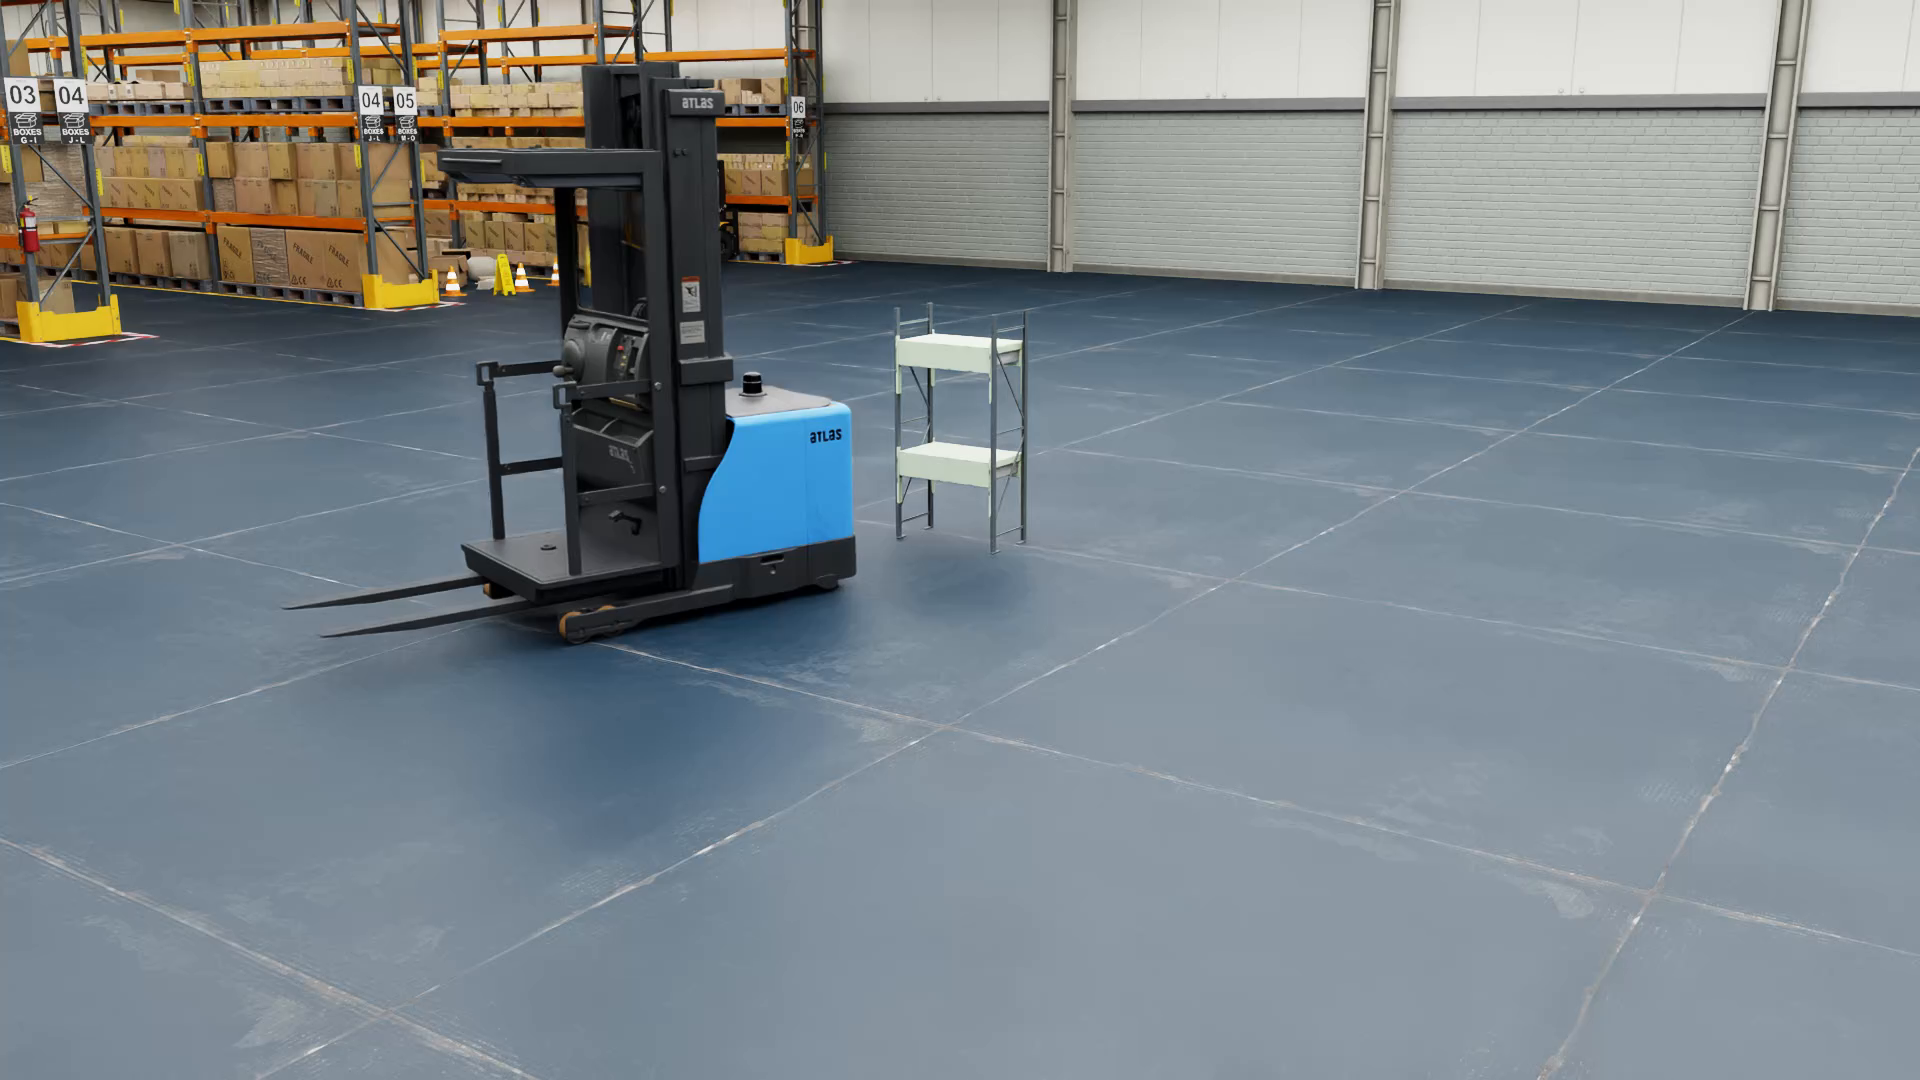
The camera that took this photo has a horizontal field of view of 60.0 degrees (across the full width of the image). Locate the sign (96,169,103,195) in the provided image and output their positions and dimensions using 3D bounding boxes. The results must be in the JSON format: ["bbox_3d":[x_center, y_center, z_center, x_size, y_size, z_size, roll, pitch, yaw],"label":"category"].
[{"bbox_3d":[-11.022,-4.575,21.261,0.005,0.325,0.100,9,17,33],"label":"sign"}]

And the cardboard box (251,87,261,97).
[{"bbox_3d":[-10.621,-6.858,25.484,0.250,0.149,0.380,9,17,33],"label":"cardboard box"}]

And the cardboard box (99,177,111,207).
[{"bbox_3d":[-14.465,-5.962,28.457,0.500,0.500,0.500,9,17,32],"label":"cardboard box"}]

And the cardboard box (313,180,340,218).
[{"bbox_3d":[-9.274,-5.205,25.296,0.550,0.550,0.875,9,17,33],"label":"cardboard box"}]

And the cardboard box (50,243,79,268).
[{"bbox_3d":[-15.802,-5.122,29.599,0.500,0.500,0.500,9,17,33],"label":"cardboard box"}]

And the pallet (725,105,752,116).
[{"bbox_3d":[-4.615,-8.689,33.625,1.213,0.211,1.003,9,17,33],"label":"pallet"}]

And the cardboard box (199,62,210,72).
[{"bbox_3d":[-11.679,-7.416,26.076,0.250,0.149,0.380,9,17,33],"label":"cardboard box"}]

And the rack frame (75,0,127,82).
[{"bbox_3d":[-19.070,-11.081,36.858,0.127,3.000,1.000,9,17,33],"label":"rack frame"}]

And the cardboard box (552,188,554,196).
[{"bbox_3d":[-6.810,-6.302,29.210,0.500,0.500,0.500,9,17,33],"label":"cardboard box"}]

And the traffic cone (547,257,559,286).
[{"bbox_3d":[-6.870,-4.592,28.409,0.334,0.463,0.336,9,17,33],"label":"traffic cone"}]

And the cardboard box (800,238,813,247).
[{"bbox_3d":[-3.325,-5.987,33.614,0.500,0.250,0.500,9,17,33],"label":"cardboard box"}]

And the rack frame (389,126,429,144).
[{"bbox_3d":[-12.984,-8.622,39.412,0.127,3.000,1.000,9,17,33],"label":"rack frame"}]

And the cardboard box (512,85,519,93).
[{"bbox_3d":[-7.697,-7.981,29.442,0.250,0.149,0.380,10,17,34],"label":"cardboard box"}]

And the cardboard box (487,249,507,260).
[{"bbox_3d":[-8.324,-5.226,30.540,0.500,0.250,0.500,10,17,36],"label":"cardboard box"}]

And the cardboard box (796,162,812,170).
[{"bbox_3d":[-3.163,-7.474,33.213,0.250,0.149,0.380,9,16,31],"label":"cardboard box"}]

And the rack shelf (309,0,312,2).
[{"bbox_3d":[-14.643,-13.067,39.461,4.000,0.370,1.077,9,17,33],"label":"rack shelf"}]

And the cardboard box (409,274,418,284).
[{"bbox_3d":[-9.337,-4.368,27.917,0.258,0.266,0.396,13,19,42],"label":"cardboard box"}]

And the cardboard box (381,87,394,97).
[{"bbox_3d":[-8.578,-6.719,24.920,0.250,0.149,0.380,9,17,33],"label":"cardboard box"}]

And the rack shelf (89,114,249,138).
[{"bbox_3d":[-13.451,-6.934,27.845,4.000,0.370,1.077,9,17,33],"label":"rack shelf"}]

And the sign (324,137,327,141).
[{"bbox_3d":[-15.976,-9.982,41.838,0.005,0.325,0.100,9,17,33],"label":"sign"}]

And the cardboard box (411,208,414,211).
[{"bbox_3d":[-12.834,-7.826,39.175,0.250,0.149,0.380,10,17,35],"label":"cardboard box"}]

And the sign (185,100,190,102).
[{"bbox_3d":[-16.059,-9.267,34.532,0.005,0.325,0.100,9,17,33],"label":"sign"}]

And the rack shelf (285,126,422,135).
[{"bbox_3d":[-14.643,-9.997,40.221,4.000,0.370,1.077,9,17,33],"label":"rack shelf"}]

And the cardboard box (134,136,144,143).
[{"bbox_3d":[-17.666,-8.698,36.079,0.250,0.149,0.380,9,16,31],"label":"cardboard box"}]

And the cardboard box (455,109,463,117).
[{"bbox_3d":[-8.989,-7.802,30.377,0.250,0.149,0.380,9,16,32],"label":"cardboard box"}]

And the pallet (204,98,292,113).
[{"bbox_3d":[-11.118,-6.860,26.234,1.213,0.211,1.003,9,17,33],"label":"pallet"}]

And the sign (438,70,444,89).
[{"bbox_3d":[-9.419,-8.346,30.159,0.005,0.325,0.100,9,17,33],"label":"sign"}]

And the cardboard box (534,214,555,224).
[{"bbox_3d":[-7.370,-5.732,29.674,0.250,0.149,0.380,10,17,35],"label":"cardboard box"}]

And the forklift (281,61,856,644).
[{"bbox_3d":[-2.082,-1.027,8.871,3.031,2.935,1.130,-11,17,-36],"label":"forklift"}]

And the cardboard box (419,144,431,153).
[{"bbox_3d":[-10.201,-7.377,31.332,0.250,0.149,0.380,9,16,31],"label":"cardboard box"}]

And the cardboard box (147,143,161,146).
[{"bbox_3d":[-17.140,-8.310,35.862,0.500,0.500,0.500,9,17,34],"label":"cardboard box"}]

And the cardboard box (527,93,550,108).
[{"bbox_3d":[-7.218,-7.702,29.143,0.500,0.250,0.500,10,17,34],"label":"cardboard box"}]

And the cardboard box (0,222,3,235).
[{"bbox_3d":[-12.119,-3.979,21.177,0.250,0.149,0.380,9,17,33],"label":"cardboard box"}]

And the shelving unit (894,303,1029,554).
[{"bbox_3d":[0.006,-0.727,10.639,0.755,1.500,0.431,9,17,33],"label":"shelving unit"}]

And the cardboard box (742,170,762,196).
[{"bbox_3d":[-4.006,-7.147,33.242,0.500,0.500,0.500,10,17,35],"label":"cardboard box"}]

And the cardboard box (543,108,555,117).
[{"bbox_3d":[-7.078,-7.489,29.116,0.250,0.149,0.380,9,17,32],"label":"cardboard box"}]

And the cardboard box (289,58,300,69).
[{"bbox_3d":[-9.782,-7.110,24.840,0.250,0.149,0.380,9,17,33],"label":"cardboard box"}]

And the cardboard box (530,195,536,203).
[{"bbox_3d":[-7.481,-6.117,29.815,0.250,0.149,0.380,9,17,33],"label":"cardboard box"}]

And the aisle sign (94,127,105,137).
[{"bbox_3d":[-19.291,-9.382,37.072,0.004,0.787,0.394,9,17,33],"label":"aisle sign"}]

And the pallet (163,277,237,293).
[{"bbox_3d":[-12.474,-4.293,27.728,1.213,0.211,1.003,9,17,33],"label":"pallet"}]

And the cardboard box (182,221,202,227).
[{"bbox_3d":[-16.212,-6.698,36.095,0.875,0.438,0.875,9,16,32],"label":"cardboard box"}]

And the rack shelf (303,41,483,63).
[{"bbox_3d":[-10.772,-9.196,31.575,4.000,0.370,1.077,9,17,33],"label":"rack shelf"}]

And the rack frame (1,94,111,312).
[{"bbox_3d":[-11.324,-4.047,20.928,0.127,3.000,1.000,9,17,33],"label":"rack frame"}]

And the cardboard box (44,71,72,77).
[{"bbox_3d":[-15.591,-7.974,28.748,0.258,0.266,0.396,9,17,33],"label":"cardboard box"}]

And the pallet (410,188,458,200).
[{"bbox_3d":[-9.665,-6.598,31.632,1.213,0.211,1.003,9,17,33],"label":"pallet"}]

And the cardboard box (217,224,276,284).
[{"bbox_3d":[-11.308,-4.633,26.843,0.875,0.875,0.875,9,17,34],"label":"cardboard box"}]

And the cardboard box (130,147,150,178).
[{"bbox_3d":[-13.472,-6.362,27.994,0.500,0.500,0.700,9,17,32],"label":"cardboard box"}]

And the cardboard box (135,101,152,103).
[{"bbox_3d":[-17.481,-9.625,35.931,0.500,0.500,0.500,10,17,34],"label":"cardboard box"}]

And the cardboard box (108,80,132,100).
[{"bbox_3d":[-13.791,-7.483,27.672,0.500,0.311,0.500,9,16,32],"label":"cardboard box"}]

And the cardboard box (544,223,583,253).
[{"bbox_3d":[-7.039,-5.381,29.604,0.500,0.500,0.500,10,17,35],"label":"cardboard box"}]
